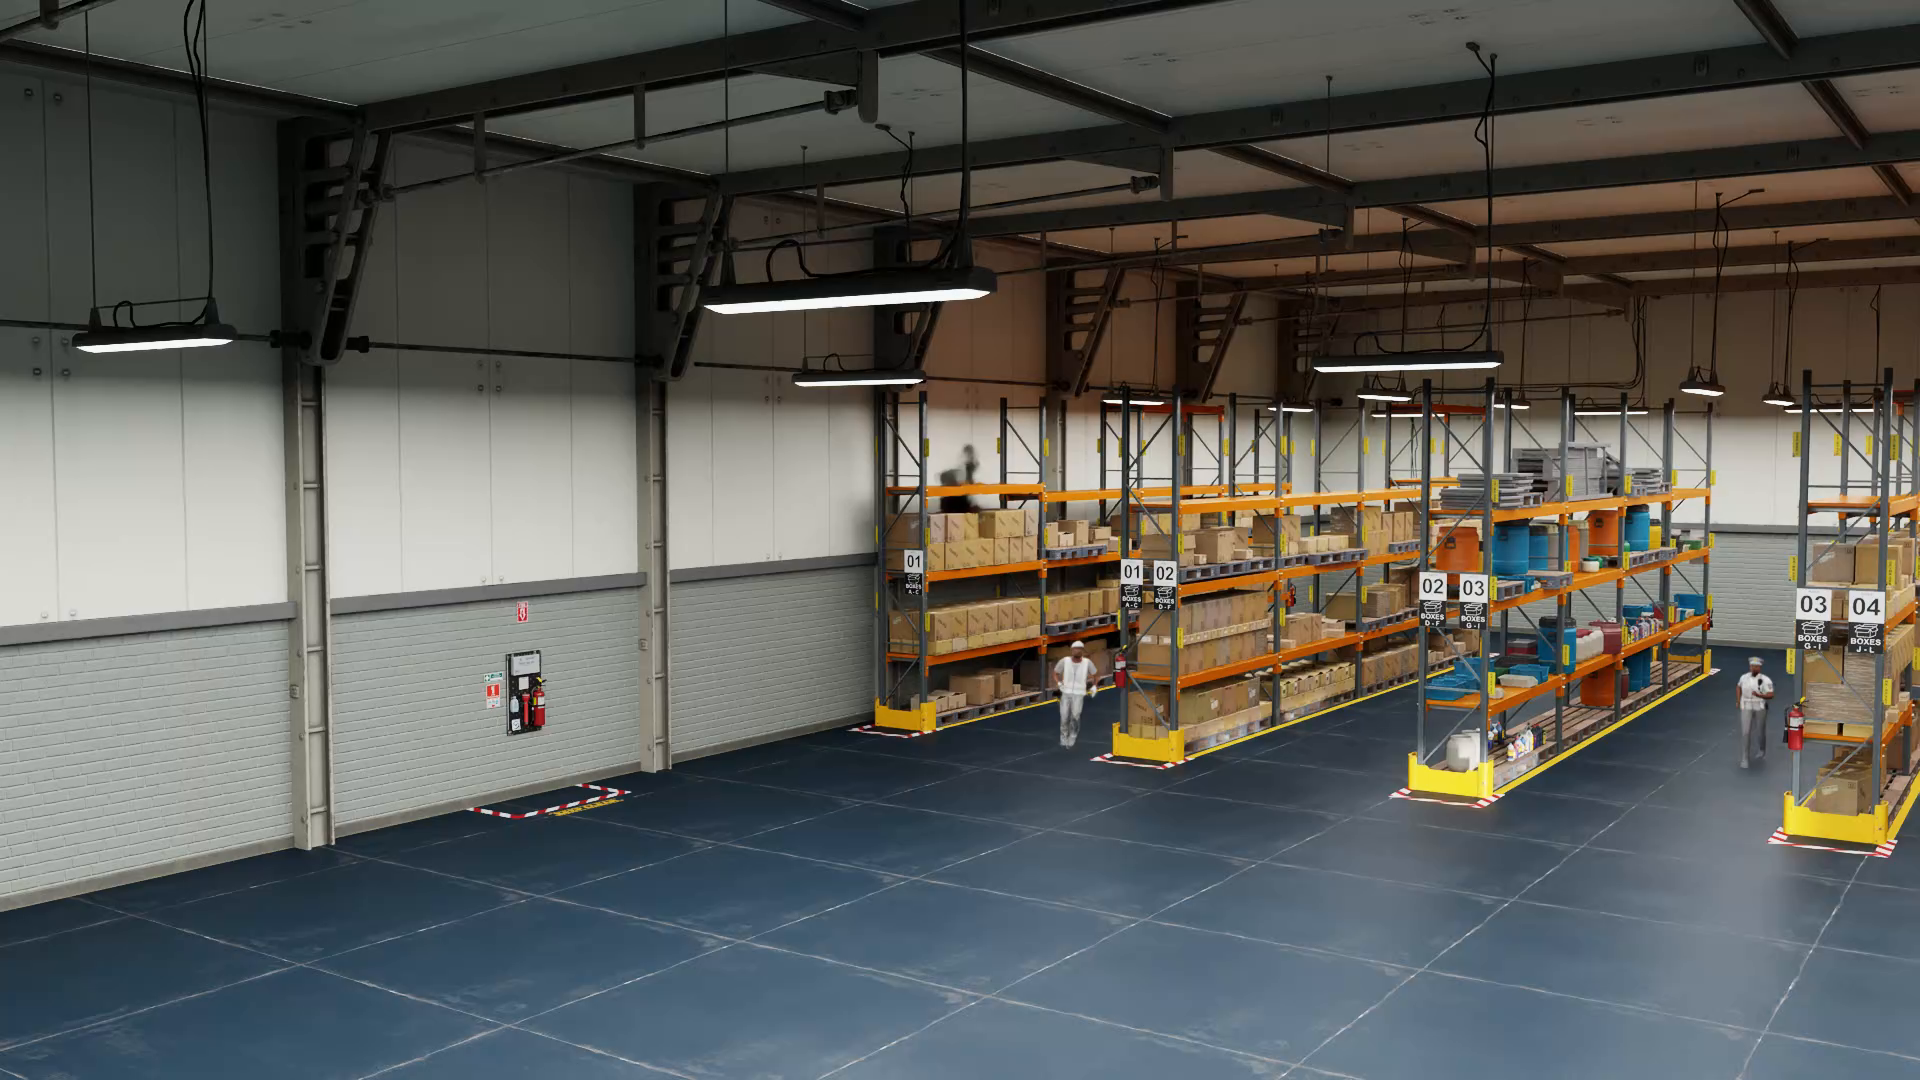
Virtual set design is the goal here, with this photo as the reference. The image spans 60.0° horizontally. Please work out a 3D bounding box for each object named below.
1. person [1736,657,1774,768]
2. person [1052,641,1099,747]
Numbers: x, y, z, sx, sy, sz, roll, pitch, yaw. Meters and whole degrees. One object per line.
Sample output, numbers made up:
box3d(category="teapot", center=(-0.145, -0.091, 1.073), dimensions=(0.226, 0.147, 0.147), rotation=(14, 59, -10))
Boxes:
box3d(category="person", center=(12.494, 2.687, 26.169), dimensions=(0.570, 1.686, 0.929), rotation=(2, 4, 33))
box3d(category="person", center=(1.858, 2.517, 27.078), dimensions=(0.742, 1.727, 0.566), rotation=(0, 3, 7))
